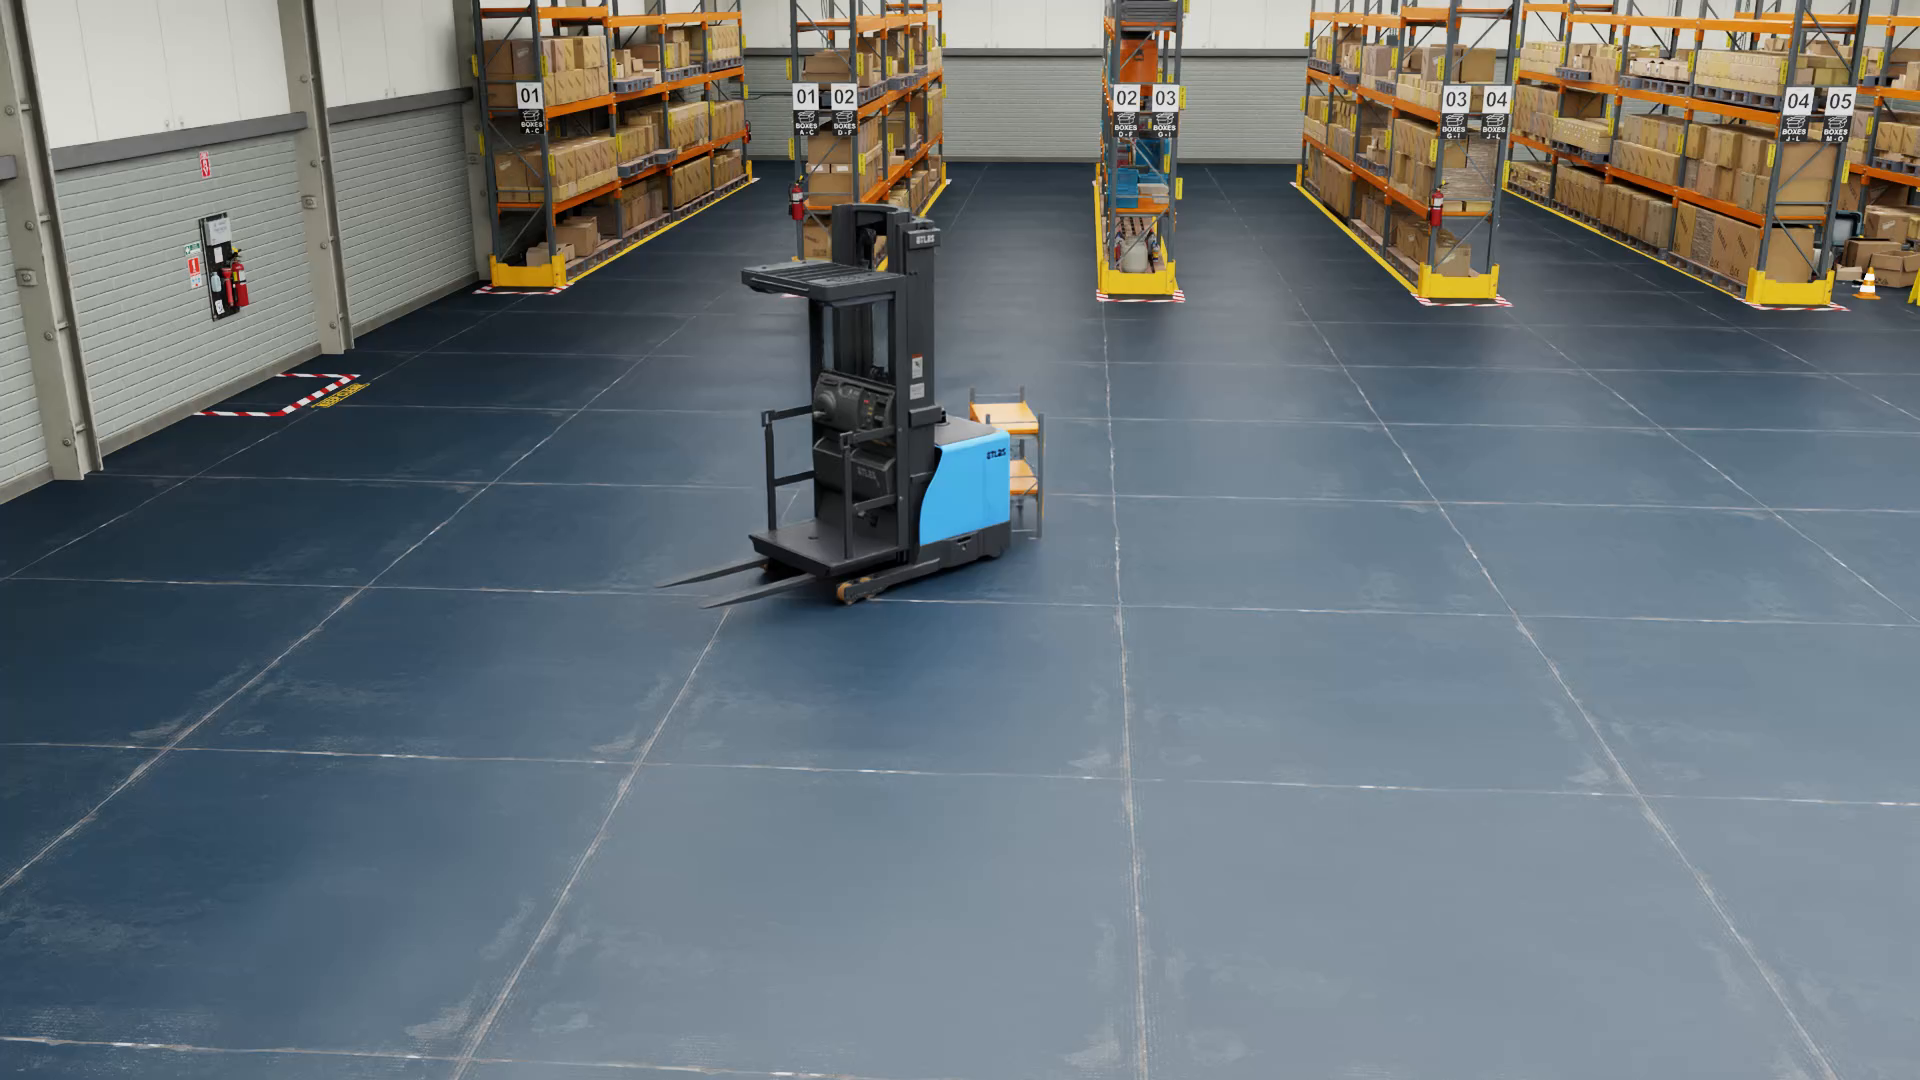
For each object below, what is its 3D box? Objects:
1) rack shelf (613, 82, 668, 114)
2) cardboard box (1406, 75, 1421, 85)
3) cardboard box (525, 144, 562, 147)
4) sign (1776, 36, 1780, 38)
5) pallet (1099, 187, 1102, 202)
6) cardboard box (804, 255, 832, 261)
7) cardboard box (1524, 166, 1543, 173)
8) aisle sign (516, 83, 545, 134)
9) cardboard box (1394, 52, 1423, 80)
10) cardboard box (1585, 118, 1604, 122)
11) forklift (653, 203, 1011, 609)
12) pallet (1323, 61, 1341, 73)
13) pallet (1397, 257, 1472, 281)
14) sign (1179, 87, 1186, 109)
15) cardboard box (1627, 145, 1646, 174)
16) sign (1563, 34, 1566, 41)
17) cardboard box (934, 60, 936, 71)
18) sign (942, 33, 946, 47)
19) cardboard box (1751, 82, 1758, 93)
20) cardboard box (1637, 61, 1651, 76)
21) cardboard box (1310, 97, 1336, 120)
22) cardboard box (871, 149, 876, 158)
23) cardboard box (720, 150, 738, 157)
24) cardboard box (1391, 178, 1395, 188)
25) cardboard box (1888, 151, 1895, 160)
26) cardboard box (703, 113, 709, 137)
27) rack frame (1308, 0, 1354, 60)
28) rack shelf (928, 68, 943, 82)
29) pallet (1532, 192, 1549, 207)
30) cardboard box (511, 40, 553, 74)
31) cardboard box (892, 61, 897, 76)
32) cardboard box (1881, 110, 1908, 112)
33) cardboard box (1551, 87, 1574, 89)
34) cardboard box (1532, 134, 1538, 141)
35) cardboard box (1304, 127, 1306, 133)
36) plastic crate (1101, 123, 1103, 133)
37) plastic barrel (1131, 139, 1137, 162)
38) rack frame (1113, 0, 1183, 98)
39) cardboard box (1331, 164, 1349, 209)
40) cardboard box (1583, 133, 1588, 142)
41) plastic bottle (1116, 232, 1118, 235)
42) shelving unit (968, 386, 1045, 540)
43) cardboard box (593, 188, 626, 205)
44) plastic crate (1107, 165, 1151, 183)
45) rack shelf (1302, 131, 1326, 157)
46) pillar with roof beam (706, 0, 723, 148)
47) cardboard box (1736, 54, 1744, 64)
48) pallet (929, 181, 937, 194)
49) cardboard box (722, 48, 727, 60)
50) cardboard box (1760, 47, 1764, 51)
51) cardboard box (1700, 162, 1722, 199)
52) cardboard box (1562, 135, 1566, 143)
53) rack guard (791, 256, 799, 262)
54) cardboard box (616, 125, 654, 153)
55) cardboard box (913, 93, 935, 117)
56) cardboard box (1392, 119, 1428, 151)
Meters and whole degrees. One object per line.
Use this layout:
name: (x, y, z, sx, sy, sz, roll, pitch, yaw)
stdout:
rack shelf: (-6.602, -8.512, 31.921, 1.077, 0.370, 4.000, 1, 18, 4)
cardboard box: (7.754, -7.757, 28.062, 0.380, 0.149, 0.250, 1, 18, 4)
cardboard box: (-7.096, -6.484, 28.398, 0.500, 0.500, 0.500, 2, 18, 5)
sign: (19.361, -11.773, 39.424, 0.100, 0.325, 0.005, 1, 18, 4)
pallet: (3.724, -7.975, 38.422, 1.003, 0.211, 1.213, 1, 18, 4)
cardboard box: (-2.347, -4.522, 27.146, 0.500, 0.250, 0.500, 1, 18, 4)
cardboard box: (13.490, -8.704, 39.119, 0.380, 0.149, 0.250, 2, 18, 6)
aisle sign: (-6.738, -6.771, 26.096, 0.394, 0.787, 0.004, 1, 18, 4)
cardboard box: (8.276, -8.586, 30.152, 0.797, 0.503, 0.637, 2, 18, 6)
cardboard box: (13.756, -9.052, 36.005, 0.380, 0.149, 0.250, 2, 18, 6)
forklift: (-0.997, -1.077, 13.001, 3.031, 2.935, 1.130, -16, 24, -40)
pallet: (8.719, -10.597, 37.272, 1.003, 0.211, 1.213, 1, 18, 4)
pallet: (7.979, -4.561, 28.004, 1.003, 0.211, 1.213, 1, 18, 4)
sign: (3.398, -6.760, 25.404, 0.100, 0.325, 0.005, 1, 18, 4)
cardboard box: (12.931, -7.175, 31.343, 0.500, 0.500, 0.500, 1, 18, 4)
sign: (14.429, -11.888, 39.647, 0.100, 0.325, 0.005, 1, 18, 4)
cardboard box: (-0.839, -11.148, 39.051, 0.500, 0.250, 0.500, 1, 18, 4)
sign: (-0.392, -12.252, 40.759, 0.100, 0.325, 0.005, 1, 18, 4)
cardboard box: (12.471, -6.992, 25.694, 0.380, 0.149, 0.250, 1, 18, 4)
cardboard box: (12.996, -8.802, 31.055, 0.500, 0.250, 0.500, 2, 18, 5)
cardboard box: (8.566, -10.170, 39.201, 0.500, 0.500, 0.500, 1, 18, 2)
cardboard box: (-1.664, -6.725, 28.926, 0.380, 0.149, 0.250, 1, 18, 4)
cardboard box: (-5.681, -9.511, 40.931, 0.380, 0.149, 0.250, 2, 18, 5)
cardboard box: (7.730, -6.219, 28.988, 0.380, 0.149, 0.250, 1, 18, 4)
cardboard box: (17.920, -7.309, 31.641, 0.380, 0.149, 0.250, 0, 18, 0)
cardboard box: (-5.953, -9.341, 37.444, 0.500, 0.500, 0.500, 1, 18, 3)
rack frame: (8.937, -13.053, 39.808, 1.000, 3.000, 0.127, 1, 18, 4)
rack shelf: (-1.087, -10.887, 39.170, 1.077, 0.370, 4.000, 1, 18, 4)
pallet: (13.603, -7.702, 37.590, 1.003, 0.211, 1.213, 1, 18, 4)
cardboard box: (-6.762, -7.637, 26.296, 0.500, 0.500, 0.500, 0, 18, 0)
cardboard box: (-1.513, -9.189, 32.397, 0.500, 0.250, 0.500, 2, 18, 5)
cardboard box: (18.553, -8.321, 33.235, 0.500, 0.500, 0.500, 1, 18, 4)
cardboard box: (14.027, -10.258, 38.667, 0.500, 0.500, 0.500, 2, 18, 7)
cardboard box: (13.417, -9.280, 38.330, 0.380, 0.149, 0.250, 2, 18, 5)
cardboard box: (8.582, -9.980, 40.467, 0.380, 0.149, 0.250, 1, 18, 5)
plastic crate: (3.403, -9.244, 37.747, 0.392, 0.384, 0.575, 1, 18, 4)
plastic barrel: (3.562, -7.557, 32.490, 0.421, 0.512, 0.421, 0, 18, 0)
rack frame: (2.849, -8.195, 24.980, 1.000, 3.000, 0.127, 1, 18, 4)
cardboard box: (8.505, -7.398, 34.922, 1.225, 0.875, 0.875, 1, 18, 4)
cardboard box: (12.937, -8.203, 33.892, 0.380, 0.149, 0.250, 1, 18, 4)
plastic bottle: (2.787, -5.312, 29.473, 0.061, 0.283, 0.133, 1, 18, 4)
shelving unit: (0.402, -0.695, 14.738, 0.538, 1.125, 1.048, -2, 18, -7)
cardboard box: (-6.681, -6.551, 31.701, 0.500, 0.250, 0.500, 1, 18, 3)
plastic crate: (2.972, -6.397, 29.228, 0.767, 0.338, 0.504, 1, 18, 4)
rack shelf: (8.793, -9.240, 38.959, 1.077, 0.370, 4.000, 1, 18, 4)
pillar with roof beam: (-2.260, -14.147, 43.145, 9.100, 9.000, 0.400, 1, 18, 4)
cardboard box: (12.525, -7.609, 26.298, 0.380, 0.149, 0.250, 1, 18, 4)
pallet: (-1.096, -8.450, 39.874, 1.003, 0.211, 1.213, 1, 18, 4)
cardboard box: (-5.779, -11.419, 39.044, 0.500, 0.250, 0.500, 1, 18, 2)
cardboard box: (18.664, -11.148, 38.118, 0.500, 0.311, 0.500, 2, 18, 5)
cardboard box: (12.829, -5.953, 27.534, 0.875, 0.550, 0.550, 1, 18, 4)
cardboard box: (13.048, -8.544, 35.411, 0.380, 0.149, 0.250, 1, 18, 4)
rack guard: (-2.093, -4.260, 26.622, 1.175, 0.500, 0.348, 1, 18, 4)
cardboard box: (-6.495, -7.986, 33.110, 0.700, 0.500, 0.500, 0, 18, -1)
cardboard box: (-0.842, -10.165, 38.862, 0.500, 0.500, 0.500, 1, 18, 2)
cardboard box: (7.791, -7.005, 28.741, 0.500, 0.500, 0.500, 1, 18, 4)
